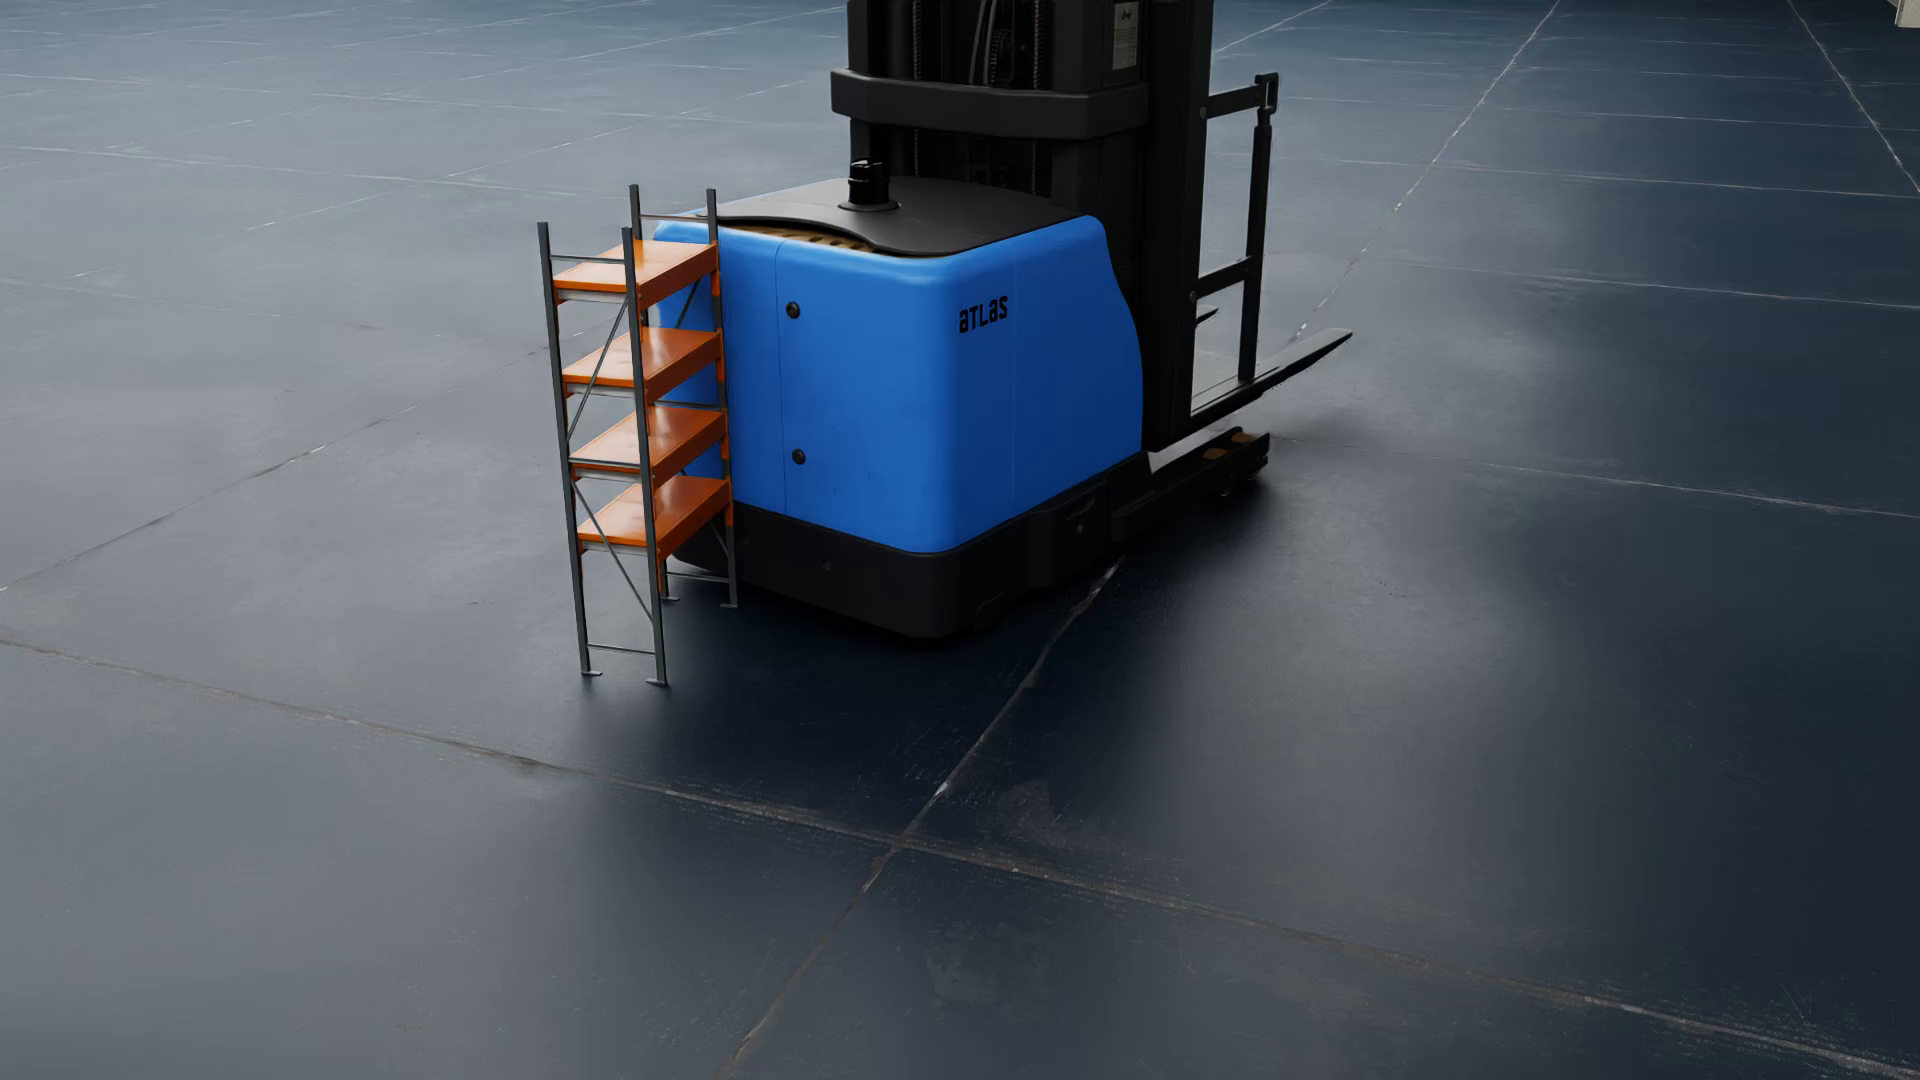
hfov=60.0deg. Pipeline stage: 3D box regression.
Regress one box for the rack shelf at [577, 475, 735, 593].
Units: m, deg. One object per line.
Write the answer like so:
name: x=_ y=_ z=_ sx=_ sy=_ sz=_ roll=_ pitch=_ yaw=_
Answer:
rack shelf: x=-0.819 y=-0.035 z=4.466 sx=0.258 sy=0.148 sz=0.480 roll=6 pitch=23 yaw=14

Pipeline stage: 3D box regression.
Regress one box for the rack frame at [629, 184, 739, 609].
rack frame: x=-0.753 y=-0.371 z=4.581 sx=0.240 sy=1.200 sz=0.015 roll=6 pitch=23 yaw=14

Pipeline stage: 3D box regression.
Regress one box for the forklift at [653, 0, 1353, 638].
forklift: x=0.413 y=-1.596 z=5.269 sx=1.130 sy=2.935 sz=3.031 roll=16 pitch=27 yaw=33

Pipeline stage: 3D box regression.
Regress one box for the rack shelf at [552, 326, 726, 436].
rack shelf: x=-0.819 y=-0.424 z=4.303 sx=0.258 sy=0.148 sz=0.480 roll=6 pitch=23 yaw=14

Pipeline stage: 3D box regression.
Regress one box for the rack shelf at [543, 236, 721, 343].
rack shelf: x=-0.819 y=-0.643 z=4.212 sx=0.258 sy=0.148 sz=0.480 roll=6 pitch=23 yaw=14

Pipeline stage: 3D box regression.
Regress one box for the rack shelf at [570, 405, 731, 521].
rack shelf: x=-0.819 y=-0.218 z=4.390 sx=0.258 sy=0.148 sz=0.480 roll=6 pitch=23 yaw=14

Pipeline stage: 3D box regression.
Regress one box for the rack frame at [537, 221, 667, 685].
rack frame: x=-0.885 y=-0.189 z=4.147 sx=0.240 sy=1.200 sz=0.015 roll=6 pitch=23 yaw=14

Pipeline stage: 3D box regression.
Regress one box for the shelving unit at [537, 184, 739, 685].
shelving unit: x=-0.819 y=-0.280 z=4.364 sx=0.258 sy=1.200 sz=0.503 roll=6 pitch=23 yaw=14

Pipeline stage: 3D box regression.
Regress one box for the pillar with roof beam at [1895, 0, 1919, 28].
pillar with roof beam: x=7.554 y=-11.017 z=19.949 sx=9.100 sy=9.000 sz=0.400 roll=9 pitch=24 yaw=20
